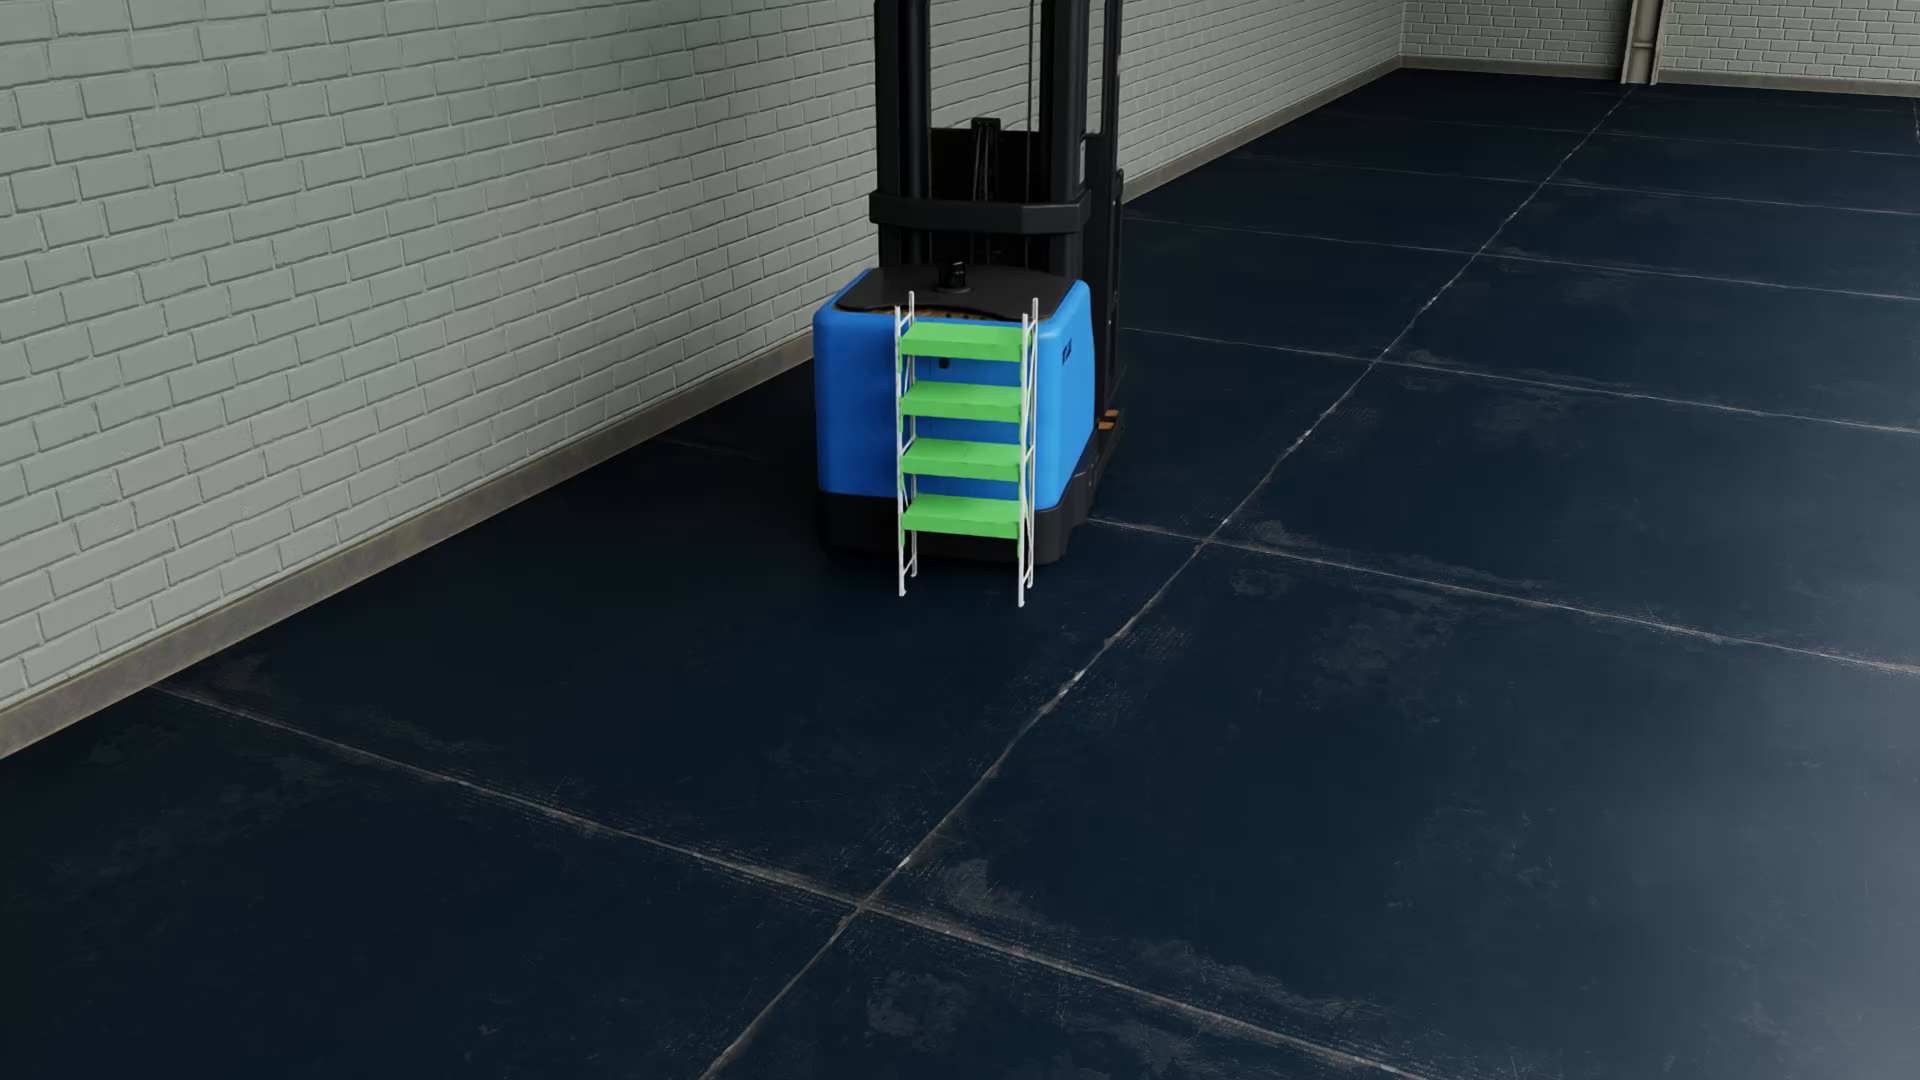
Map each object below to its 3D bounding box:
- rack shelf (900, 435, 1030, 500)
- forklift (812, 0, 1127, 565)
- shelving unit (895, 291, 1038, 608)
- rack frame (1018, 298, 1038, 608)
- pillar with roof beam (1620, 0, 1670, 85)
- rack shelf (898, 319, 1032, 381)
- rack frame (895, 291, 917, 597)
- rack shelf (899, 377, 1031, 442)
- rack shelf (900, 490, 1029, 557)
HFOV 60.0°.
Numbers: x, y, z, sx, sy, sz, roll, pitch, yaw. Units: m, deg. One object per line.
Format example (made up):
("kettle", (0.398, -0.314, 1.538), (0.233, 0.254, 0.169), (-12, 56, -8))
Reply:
("rack shelf", (0.026, -0.289, 6.559), (0.480, 0.148, 0.258), (5, 24, 11))
("forklift", (0.218, -1.793, 7.721), (1.130, 2.935, 3.031), (5, 24, 12))
("shelving unit", (0.026, -0.348, 6.534), (0.503, 1.200, 0.258), (5, 24, 11))
("rack frame", (0.264, -0.327, 6.486), (0.015, 1.200, 0.240), (5, 24, 11))
("pillar with roof beam", (6.436, -8.286, 15.235), (0.400, 9.000, 9.100), (11, 25, 25))
("rack shelf", (0.026, -0.731, 6.371), (0.480, 0.148, 0.258), (5, 24, 11))
("rack frame", (-0.212, -0.368, 6.582), (0.015, 1.200, 0.240), (5, 24, 11))
("rack shelf", (0.026, -0.510, 6.465), (0.480, 0.148, 0.258), (5, 24, 11))
("rack shelf", (0.026, -0.068, 6.653), (0.480, 0.148, 0.258), (5, 24, 11))
